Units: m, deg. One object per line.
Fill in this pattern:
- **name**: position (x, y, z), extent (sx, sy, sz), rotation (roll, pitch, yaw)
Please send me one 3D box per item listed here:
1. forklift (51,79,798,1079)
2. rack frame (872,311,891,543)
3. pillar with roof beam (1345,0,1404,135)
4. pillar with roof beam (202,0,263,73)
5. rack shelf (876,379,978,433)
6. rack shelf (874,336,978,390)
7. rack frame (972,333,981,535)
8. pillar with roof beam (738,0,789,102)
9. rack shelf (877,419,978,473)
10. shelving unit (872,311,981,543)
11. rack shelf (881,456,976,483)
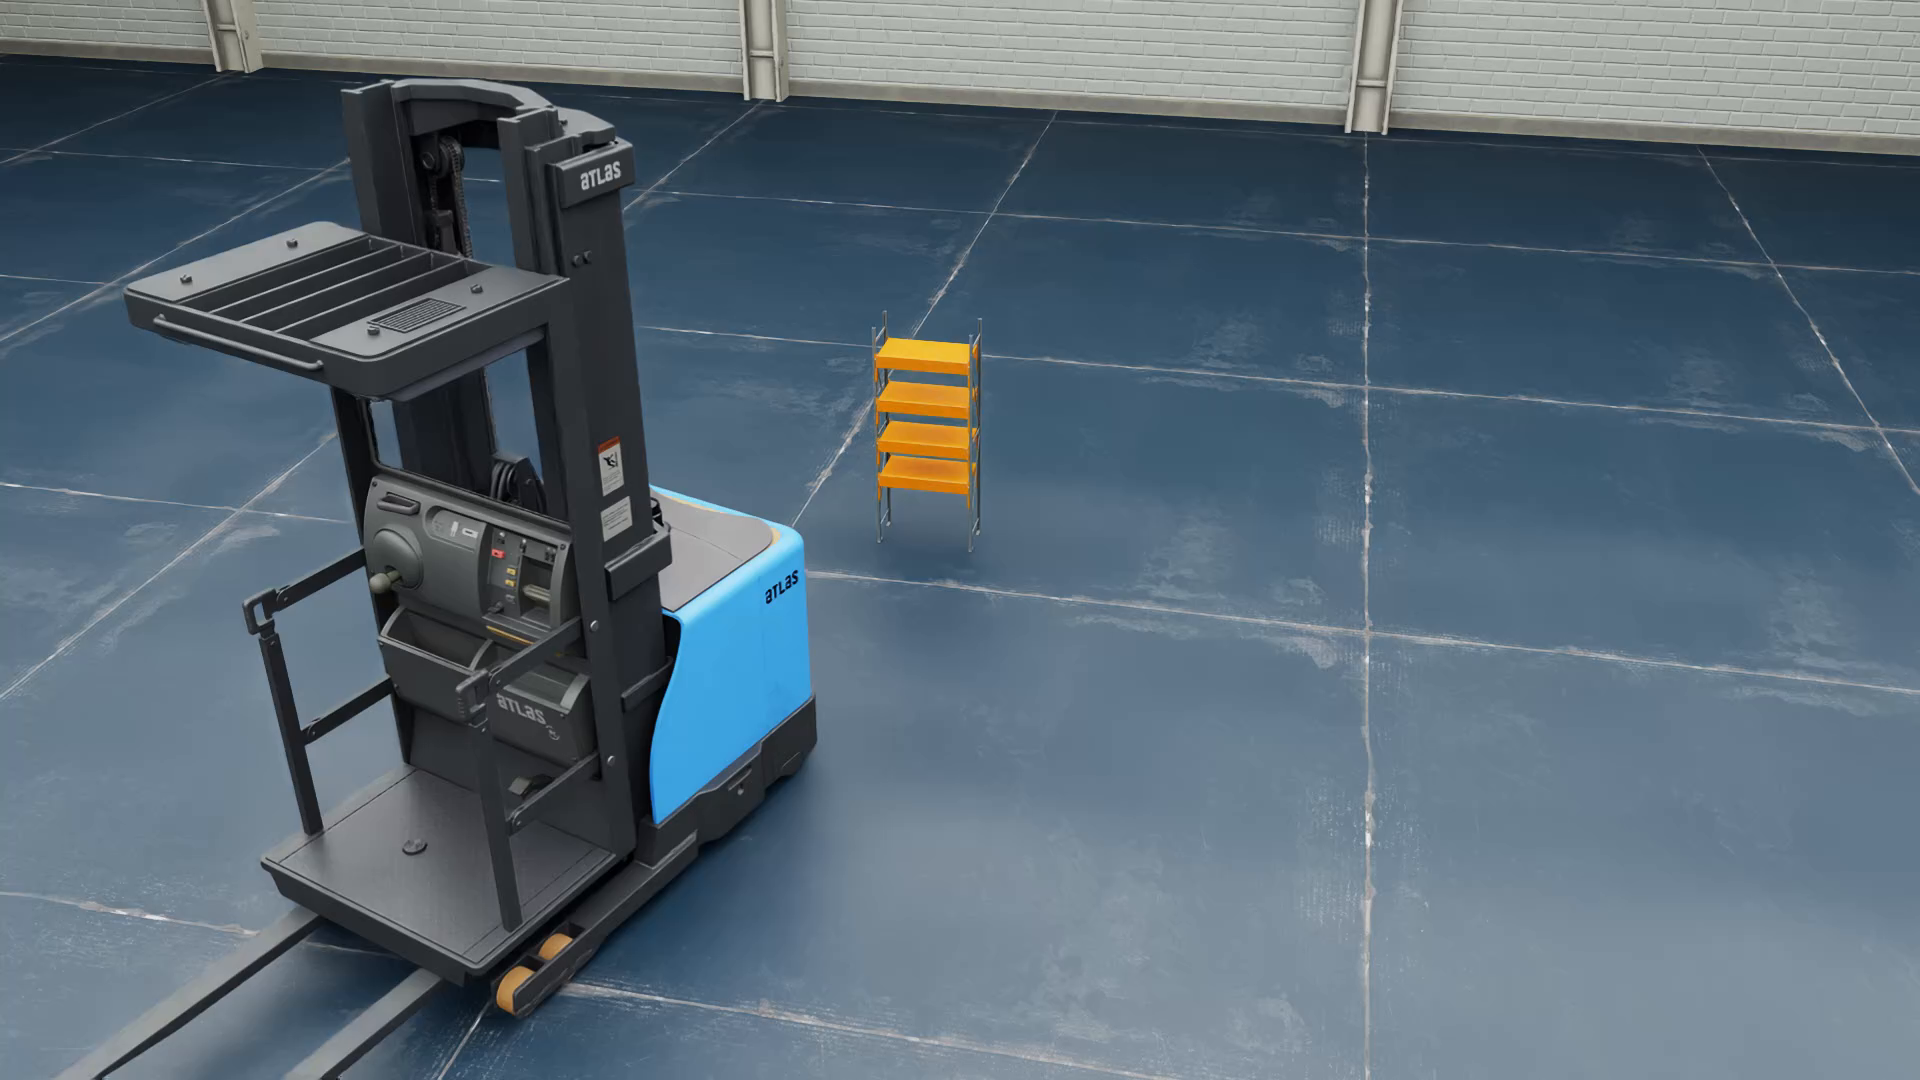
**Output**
- **forklift**: position (-1.800, 0.103, 5.510), extent (1.121, 2.935, 3.031), rotation (16, 33, 27)
- **rack frame**: position (-0.401, -0.567, 8.537), extent (0.015, 1.200, 0.240), rotation (6, 29, 11)
- **pillar with roof beam**: position (2.992, -5.861, 10.085), extent (0.400, 9.000, 9.100), rotation (6, 29, 11)
- **pillar with roof beam**: position (-8.743, -7.065, 12.283), extent (0.400, 9.000, 9.100), rotation (6, 29, 11)
- **rack shelf**: position (-0.162, -0.680, 8.417), extent (0.480, 0.148, 0.258), rotation (6, 29, 11)
- **rack shelf**: position (-0.162, -0.888, 8.304), extent (0.480, 0.148, 0.258), rotation (6, 29, 11)
- **rack frame**: position (0.077, -0.519, 8.448), extent (0.006, 1.046, 0.228), rotation (6, 29, 11)
- **pillar with roof beam**: position (-2.875, -6.463, 11.184), extent (0.400, 9.000, 9.100), rotation (6, 29, 11)
- **rack shelf**: position (-0.162, -0.484, 8.525), extent (0.480, 0.148, 0.258), rotation (6, 29, 11)
- **shelving unit**: position (-0.164, -0.543, 8.493), extent (0.499, 1.200, 0.258), rotation (6, 29, 11)
- **rack shelf**: position (-0.162, -0.357, 8.594), extent (0.457, 0.021, 0.221), rotation (6, 29, 11)
